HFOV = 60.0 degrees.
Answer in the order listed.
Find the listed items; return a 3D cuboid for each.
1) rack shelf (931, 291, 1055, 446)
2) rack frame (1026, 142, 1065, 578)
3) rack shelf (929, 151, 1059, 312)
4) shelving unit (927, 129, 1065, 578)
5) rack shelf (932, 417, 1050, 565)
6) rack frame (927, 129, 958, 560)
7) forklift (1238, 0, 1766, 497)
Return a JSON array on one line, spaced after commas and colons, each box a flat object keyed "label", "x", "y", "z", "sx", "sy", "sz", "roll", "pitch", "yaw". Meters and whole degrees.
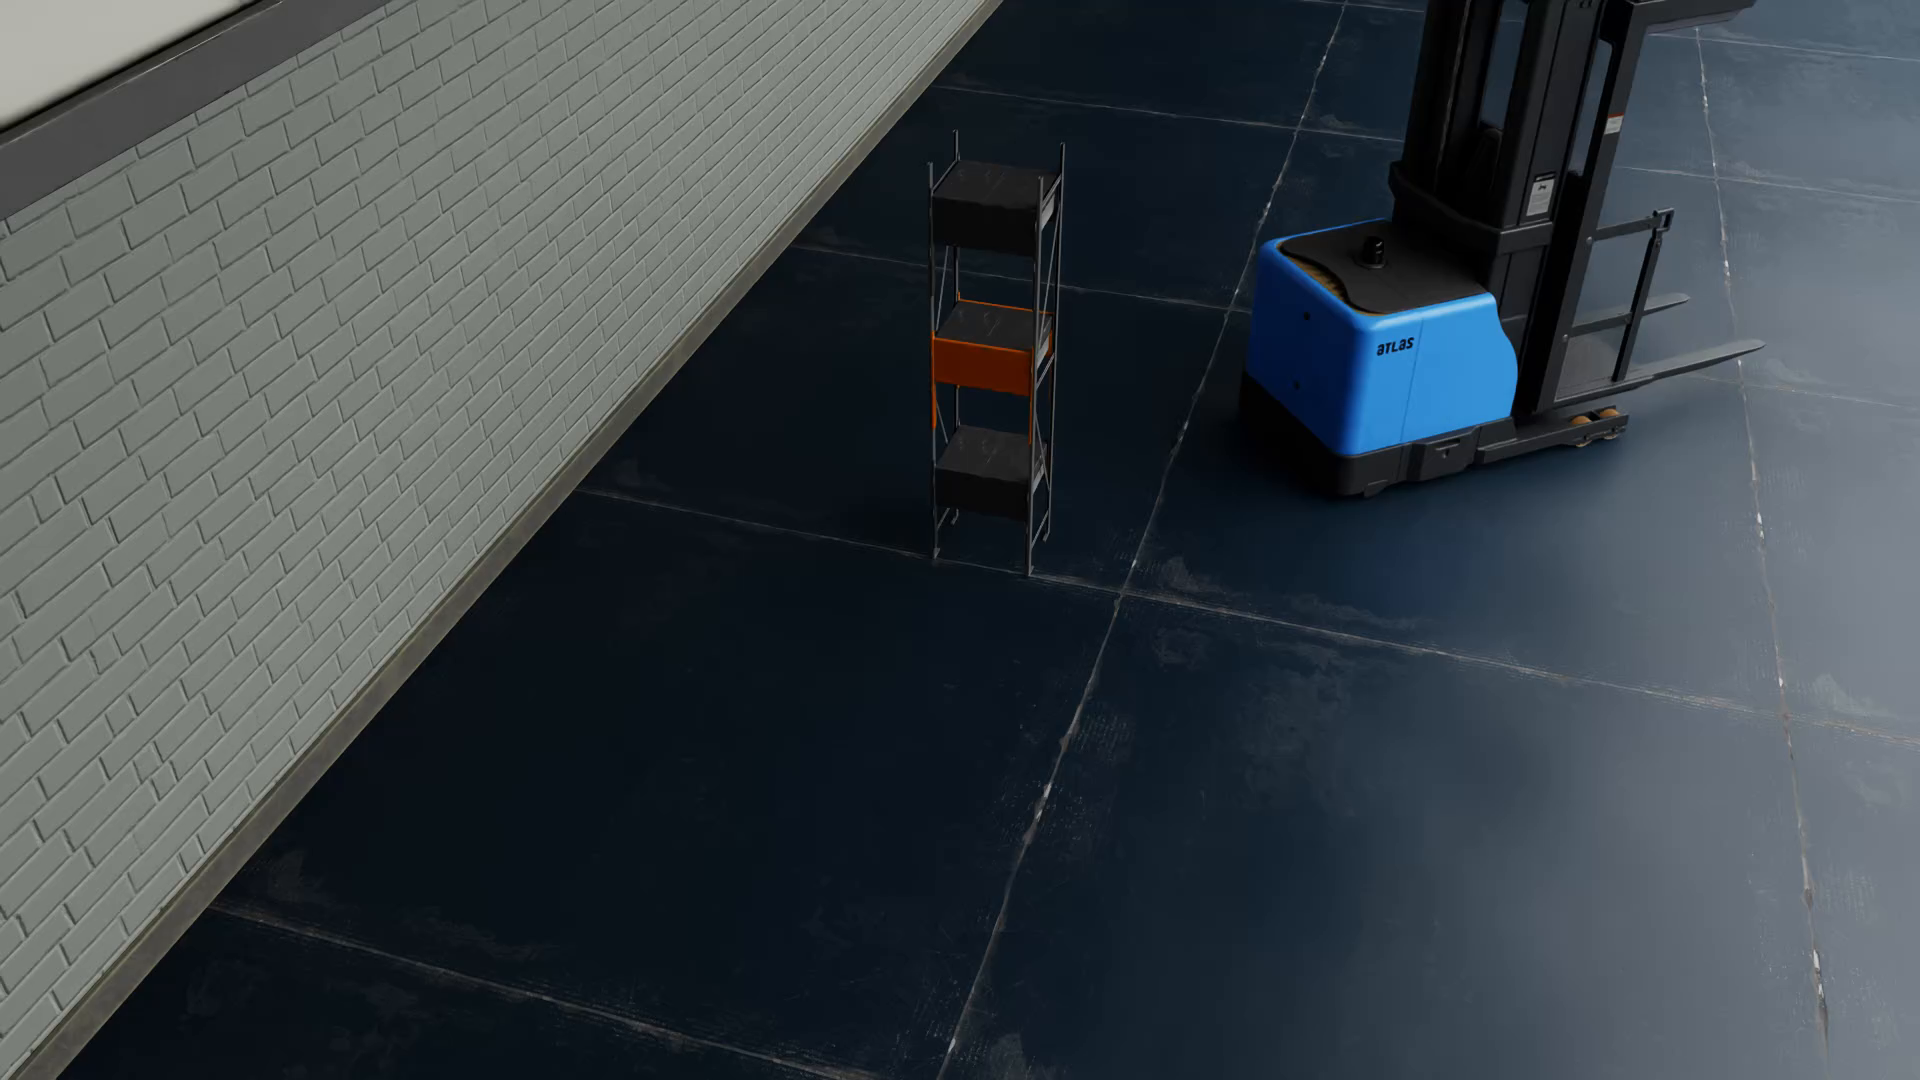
[{"label": "rack shelf", "x": 0.158, "y": -0.805, "z": 7.781, "sx": 0.480, "sy": 0.518, "sz": 0.431, "roll": 10, "pitch": 38, "yaw": 14}, {"label": "rack frame", "x": 0.391, "y": -0.773, "z": 7.714, "sx": 0.015, "sy": 2.100, "sz": 0.400, "roll": 10, "pitch": 38, "yaw": 14}, {"label": "rack shelf", "x": 0.158, "y": -1.369, "z": 7.366, "sx": 0.480, "sy": 0.518, "sz": 0.431, "roll": 10, "pitch": 38, "yaw": 14}, {"label": "shelving unit", "x": 0.158, "y": -0.816, "z": 7.773, "sx": 0.503, "sy": 2.100, "sz": 0.431, "roll": 10, "pitch": 38, "yaw": 14}, {"label": "rack shelf", "x": 0.158, "y": -0.242, "z": 8.196, "sx": 0.480, "sy": 0.518, "sz": 0.431, "roll": 10, "pitch": 38, "yaw": 14}, {"label": "rack frame", "x": -0.075, "y": -0.860, "z": 7.831, "sx": 0.015, "sy": 2.100, "sz": 0.400, "roll": 10, "pitch": 38, "yaw": 14}, {"label": "forklift", "x": 3.128, "y": -1.966, "z": 8.633, "sx": 3.031, "sy": 2.935, "sz": 1.130, "roll": -14, "pitch": 39, "yaw": -18}]
